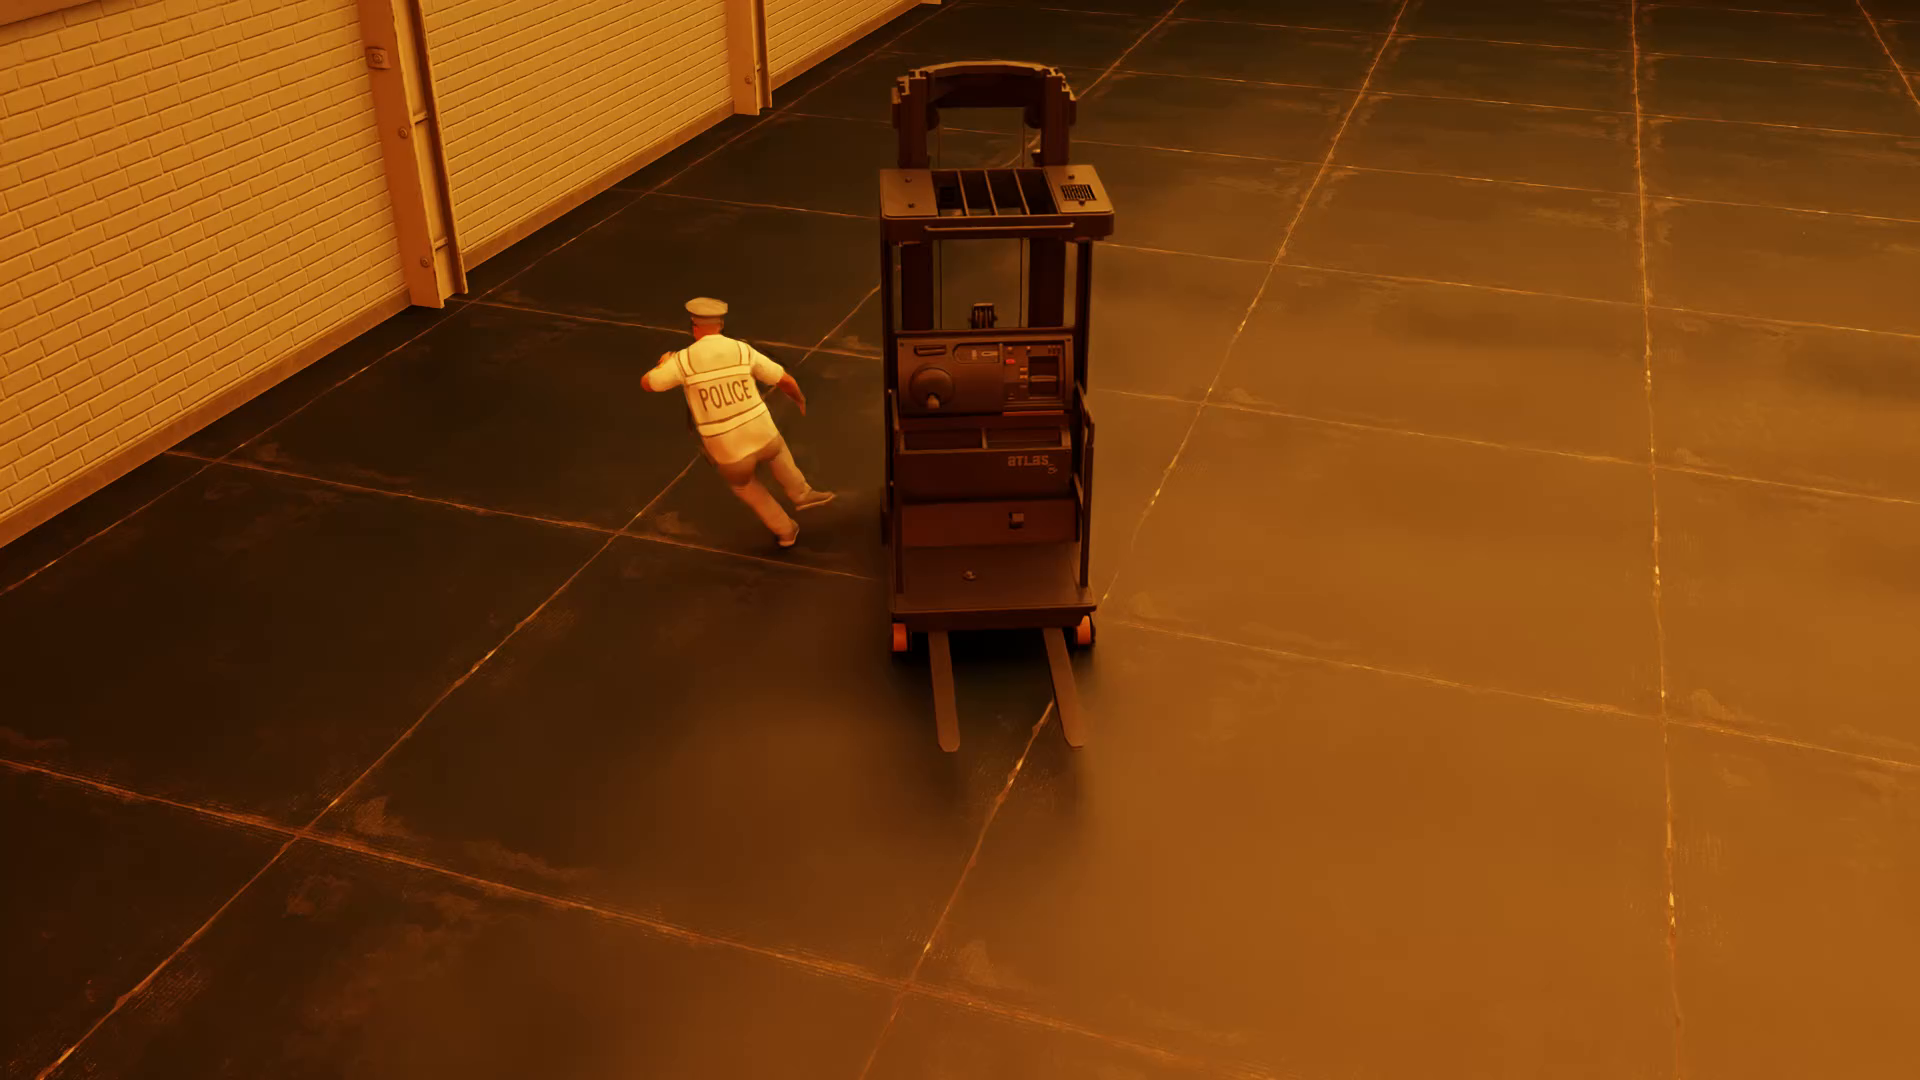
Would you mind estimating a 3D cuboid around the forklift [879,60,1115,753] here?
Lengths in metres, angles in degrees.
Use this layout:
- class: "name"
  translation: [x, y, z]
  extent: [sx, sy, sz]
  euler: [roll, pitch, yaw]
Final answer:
- class: "forklift"
  translation: [0.152, -0.833, 8.598]
  extent: [1.130, 2.935, 3.031]
  euler: [-2, 30, -3]

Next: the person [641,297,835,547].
- class: "person"
  translation: [-1.296, -0.710, 9.852]
  extent: [1.080, 1.516, 0.951]
  euler: [-16, 33, -25]
